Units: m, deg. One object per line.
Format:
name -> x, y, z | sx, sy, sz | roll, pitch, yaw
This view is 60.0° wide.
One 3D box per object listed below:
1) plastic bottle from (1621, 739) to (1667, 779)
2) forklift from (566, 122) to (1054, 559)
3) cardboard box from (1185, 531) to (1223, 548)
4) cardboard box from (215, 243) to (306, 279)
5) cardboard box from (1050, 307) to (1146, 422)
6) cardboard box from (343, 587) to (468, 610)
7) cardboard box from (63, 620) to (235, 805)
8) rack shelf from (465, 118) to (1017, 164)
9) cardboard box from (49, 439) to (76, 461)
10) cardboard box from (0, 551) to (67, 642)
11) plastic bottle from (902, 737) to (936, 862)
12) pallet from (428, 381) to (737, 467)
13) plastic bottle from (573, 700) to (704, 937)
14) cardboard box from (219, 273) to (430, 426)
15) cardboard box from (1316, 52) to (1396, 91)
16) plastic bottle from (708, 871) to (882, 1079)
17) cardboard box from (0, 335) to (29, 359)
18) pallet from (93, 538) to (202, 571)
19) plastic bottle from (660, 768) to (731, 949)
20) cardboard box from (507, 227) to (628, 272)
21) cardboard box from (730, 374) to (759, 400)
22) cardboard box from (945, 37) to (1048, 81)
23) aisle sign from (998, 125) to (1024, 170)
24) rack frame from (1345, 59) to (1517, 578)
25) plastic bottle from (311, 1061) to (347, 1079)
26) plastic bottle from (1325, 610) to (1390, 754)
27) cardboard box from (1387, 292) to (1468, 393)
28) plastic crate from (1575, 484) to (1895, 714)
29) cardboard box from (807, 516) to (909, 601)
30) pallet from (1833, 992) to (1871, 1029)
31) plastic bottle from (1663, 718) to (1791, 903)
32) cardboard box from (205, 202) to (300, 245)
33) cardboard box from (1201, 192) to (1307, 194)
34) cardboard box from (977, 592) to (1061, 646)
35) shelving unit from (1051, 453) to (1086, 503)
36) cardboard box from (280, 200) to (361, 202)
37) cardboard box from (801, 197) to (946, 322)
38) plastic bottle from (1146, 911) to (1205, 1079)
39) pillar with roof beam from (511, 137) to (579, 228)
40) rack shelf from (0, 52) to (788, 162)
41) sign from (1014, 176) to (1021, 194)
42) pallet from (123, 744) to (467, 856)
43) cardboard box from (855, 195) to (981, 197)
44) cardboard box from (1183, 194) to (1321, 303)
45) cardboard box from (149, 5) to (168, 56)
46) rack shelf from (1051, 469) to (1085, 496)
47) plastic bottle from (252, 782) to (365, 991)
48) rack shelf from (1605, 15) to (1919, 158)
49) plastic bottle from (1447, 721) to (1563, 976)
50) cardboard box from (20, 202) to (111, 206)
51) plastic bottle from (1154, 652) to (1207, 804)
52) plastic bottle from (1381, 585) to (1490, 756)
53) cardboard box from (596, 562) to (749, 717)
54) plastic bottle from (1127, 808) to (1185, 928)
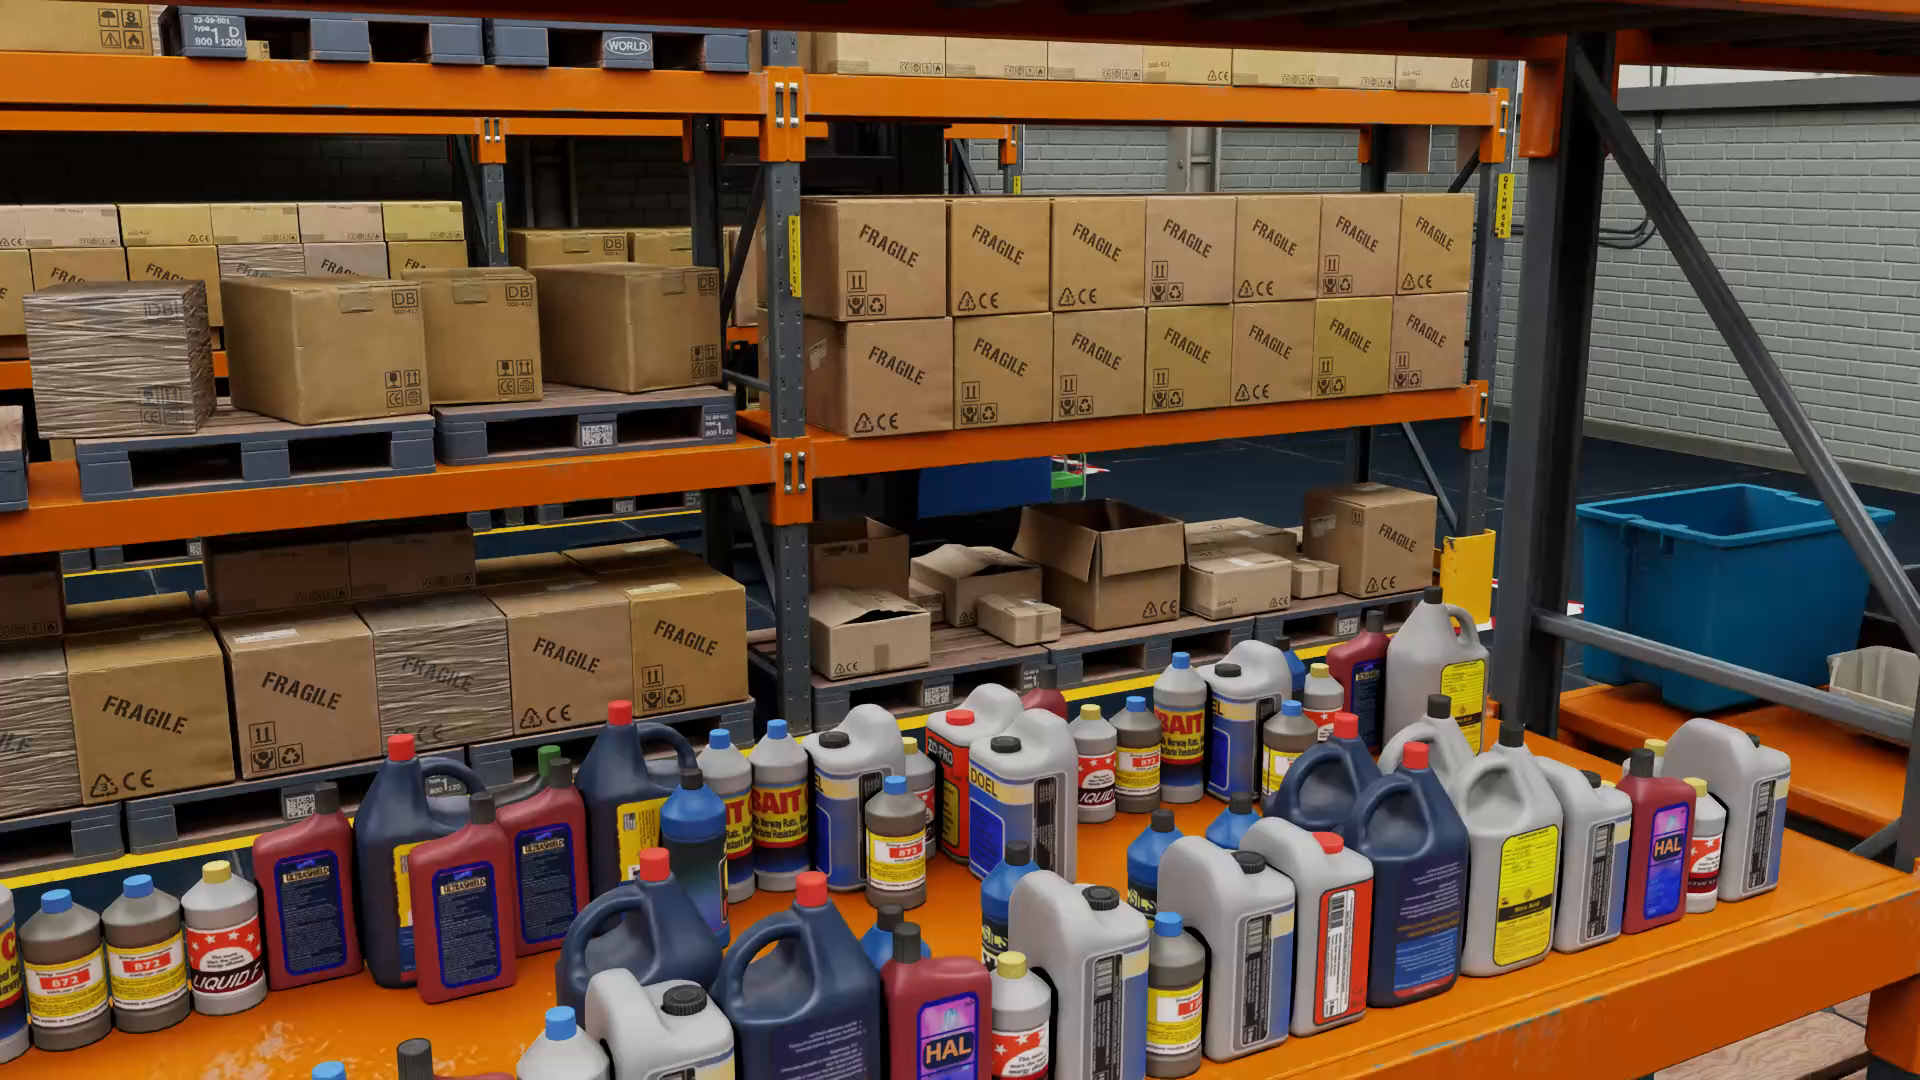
plastic bottle -> 1.161, 0.436, 2.794 | 0.097, 0.201, 0.097 | 0, 13, 0
forklift -> -0.910, -1.304, 10.229 | 3.031, 2.935, 1.130 | -8, 15, -31
cardboard box -> 1.078, 0.116, 9.023 | 0.500, 0.250, 0.500 | -7, 14, -28
cardboard box -> -4.492, -1.652, 10.667 | 0.500, 0.500, 0.500 | -7, 14, -28
cardboard box -> 0.524, -0.855, 7.847 | 0.500, 0.500, 0.500 | -7, 14, -28
cardboard box -> -2.389, 0.420, 7.101 | 0.500, 0.500, 0.500 | -7, 14, -27
cardboard box -> -3.017, 0.627, 6.183 | 0.500, 0.500, 0.500 | -7, 14, -29
rack shelf -> -1.564, -2.975, 12.303 | 4.000, 0.370, 1.077 | -7, 14, -28
cardboard box -> -5.350, -0.531, 10.574 | 0.750, 0.750, 0.750 | -7, 14, -28
cardboard box -> -3.698, 0.211, 6.321 | 0.500, 0.250, 0.500 | -6, 14, -26
plastic bottle -> -0.089, 0.434, 2.803 | 0.097, 0.201, 0.097 | 0, 13, 0
pallet -> -1.696, -0.541, 7.120 | 1.213, 0.211, 1.003 | -7, 14, -28
plastic bottle -> -0.490, 0.415, 2.547 | 0.185, 0.351, 0.144 | -7, 14, -28
cardboard box -> -2.464, -0.754, 6.443 | 0.500, 0.500, 0.700 | -12, 17, -42
cardboard box -> 1.800, -2.354, 8.245 | 0.500, 0.250, 0.500 | -7, 14, -28
plastic bottle -> -0.189, 0.557, 1.916 | 0.185, 0.351, 0.144 | -7, 14, -28
cardboard box -> -5.769, -1.195, 10.115 | 0.250, 0.149, 0.380 | -7, 14, -28
pallet -> -5.033, -0.067, 10.926 | 1.213, 0.211, 1.003 | -7, 14, -28
plastic bottle -> -0.394, 0.472, 2.473 | 0.097, 0.271, 0.097 | 0, 13, 0
cardboard box -> -2.835, -1.852, 11.826 | 0.700, 0.700, 0.980 | -7, 14, -27
cardboard box -> -1.695, -1.173, 12.751 | 0.250, 0.149, 0.380 | -7, 15, -29
cardboard box -> 0.044, -2.143, 7.311 | 0.500, 0.250, 0.500 | -7, 14, -28
aisle sign -> 0.399, -3.291, 12.980 | 0.004, 0.787, 0.394 | -7, 14, -28
rack frame -> 2.568, -1.119, 9.249 | 0.127, 3.000, 1.000 | -7, 14, -28
plastic bottle -> -0.623, 0.653, 1.668 | 0.097, 0.271, 0.097 | 0, 13, 0
plastic bottle -> 0.784, 0.284, 3.280 | 0.133, 0.283, 0.061 | -7, 14, -28
cardboard box -> 2.306, -1.068, 8.795 | 0.500, 0.500, 0.500 | -6, 14, -26
plastic crate -> 1.674, 0.121, 3.641 | 0.575, 0.384, 0.392 | -7, 14, -28
cardboard box -> -0.578, 0.192, 8.114 | 0.500, 0.500, 0.500 | -7, 14, -28
pallet -> 3.127, 1.403, 4.393 | 1.213, 0.211, 1.003 | -7, 14, -28
plastic bottle -> 1.237, 0.421, 2.688 | 0.135, 0.276, 0.152 | -7, 14, -28
cardboard box -> -4.508, -2.018, 10.584 | 0.500, 0.250, 0.500 | -7, 14, -27
cardboard box -> 1.597, -1.603, 8.895 | 0.500, 0.500, 0.500 | -7, 14, -27
cardboard box -> 0.284, 0.374, 8.065 | 0.250, 0.166, 0.380 | -7, 14, -28
shelving unit -> 0.589, -0.668, 11.345 | 0.503, 1.200, 0.258 | -8, 15, -31
cardboard box -> -4.304, -2.167, 11.249 | 0.500, 0.250, 0.500 | -7, 14, -27
cardboard box -> -0.394, -1.230, 7.237 | 0.500, 0.500, 0.500 | -6, 14, -26
plastic bottle -> 0.267, 0.581, 2.149 | 0.097, 0.201, 0.097 | 0, 13, 0
pillar with roof beam -> -1.057, -3.990, 8.342 | 0.400, 9.000, 9.100 | -7, 14, -28
rack shelf -> -2.698, -1.600, 6.193 | 4.000, 0.370, 1.077 | -7, 14, -28
sign -> 0.439, -2.647, 12.864 | 0.005, 0.325, 0.100 | -7, 14, -28
pallet -> -2.710, 0.885, 6.698 | 1.213, 0.211, 1.003 | -7, 14, -28
cardboard box -> -0.174, -1.392, 7.958 | 0.500, 0.500, 0.500 | -7, 15, -29
cardboard box -> 1.414, -1.447, 8.201 | 0.500, 0.500, 0.500 | -6, 14, -26
cardboard box -> -5.072, -3.196, 10.418 | 0.500, 0.500, 0.700 | -7, 14, -28
rack shelf -> 0.589, -0.372, 11.412 | 0.480, 0.148, 0.258 | -8, 15, -31
plastic bottle -> -0.929, 0.490, 2.367 | 0.133, 0.283, 0.061 | -7, 14, -28
rack shelf -> 3.183, -1.066, 3.820 | 4.000, 0.370, 1.077 | -7, 14, -28
plastic bottle -> 0.778, 0.441, 2.431 | 0.185, 0.351, 0.144 | -7, 14, -28
cardboard box -> -5.648, -2.006, 10.531 | 0.500, 0.250, 0.500 | -7, 15, -29
plastic bottle -> 0.403, 0.340, 3.057 | 0.097, 0.271, 0.097 | 0, 13, 0
plastic bottle -> 0.928, 0.260, 3.235 | 0.185, 0.351, 0.144 | -7, 14, -28
cardboard box -> -1.238, 0.414, 7.129 | 0.500, 0.500, 0.500 | -7, 14, -28
plastic bottle -> 0.279, 0.507, 2.317 | 0.097, 0.271, 0.097 | 0, 13, 0
